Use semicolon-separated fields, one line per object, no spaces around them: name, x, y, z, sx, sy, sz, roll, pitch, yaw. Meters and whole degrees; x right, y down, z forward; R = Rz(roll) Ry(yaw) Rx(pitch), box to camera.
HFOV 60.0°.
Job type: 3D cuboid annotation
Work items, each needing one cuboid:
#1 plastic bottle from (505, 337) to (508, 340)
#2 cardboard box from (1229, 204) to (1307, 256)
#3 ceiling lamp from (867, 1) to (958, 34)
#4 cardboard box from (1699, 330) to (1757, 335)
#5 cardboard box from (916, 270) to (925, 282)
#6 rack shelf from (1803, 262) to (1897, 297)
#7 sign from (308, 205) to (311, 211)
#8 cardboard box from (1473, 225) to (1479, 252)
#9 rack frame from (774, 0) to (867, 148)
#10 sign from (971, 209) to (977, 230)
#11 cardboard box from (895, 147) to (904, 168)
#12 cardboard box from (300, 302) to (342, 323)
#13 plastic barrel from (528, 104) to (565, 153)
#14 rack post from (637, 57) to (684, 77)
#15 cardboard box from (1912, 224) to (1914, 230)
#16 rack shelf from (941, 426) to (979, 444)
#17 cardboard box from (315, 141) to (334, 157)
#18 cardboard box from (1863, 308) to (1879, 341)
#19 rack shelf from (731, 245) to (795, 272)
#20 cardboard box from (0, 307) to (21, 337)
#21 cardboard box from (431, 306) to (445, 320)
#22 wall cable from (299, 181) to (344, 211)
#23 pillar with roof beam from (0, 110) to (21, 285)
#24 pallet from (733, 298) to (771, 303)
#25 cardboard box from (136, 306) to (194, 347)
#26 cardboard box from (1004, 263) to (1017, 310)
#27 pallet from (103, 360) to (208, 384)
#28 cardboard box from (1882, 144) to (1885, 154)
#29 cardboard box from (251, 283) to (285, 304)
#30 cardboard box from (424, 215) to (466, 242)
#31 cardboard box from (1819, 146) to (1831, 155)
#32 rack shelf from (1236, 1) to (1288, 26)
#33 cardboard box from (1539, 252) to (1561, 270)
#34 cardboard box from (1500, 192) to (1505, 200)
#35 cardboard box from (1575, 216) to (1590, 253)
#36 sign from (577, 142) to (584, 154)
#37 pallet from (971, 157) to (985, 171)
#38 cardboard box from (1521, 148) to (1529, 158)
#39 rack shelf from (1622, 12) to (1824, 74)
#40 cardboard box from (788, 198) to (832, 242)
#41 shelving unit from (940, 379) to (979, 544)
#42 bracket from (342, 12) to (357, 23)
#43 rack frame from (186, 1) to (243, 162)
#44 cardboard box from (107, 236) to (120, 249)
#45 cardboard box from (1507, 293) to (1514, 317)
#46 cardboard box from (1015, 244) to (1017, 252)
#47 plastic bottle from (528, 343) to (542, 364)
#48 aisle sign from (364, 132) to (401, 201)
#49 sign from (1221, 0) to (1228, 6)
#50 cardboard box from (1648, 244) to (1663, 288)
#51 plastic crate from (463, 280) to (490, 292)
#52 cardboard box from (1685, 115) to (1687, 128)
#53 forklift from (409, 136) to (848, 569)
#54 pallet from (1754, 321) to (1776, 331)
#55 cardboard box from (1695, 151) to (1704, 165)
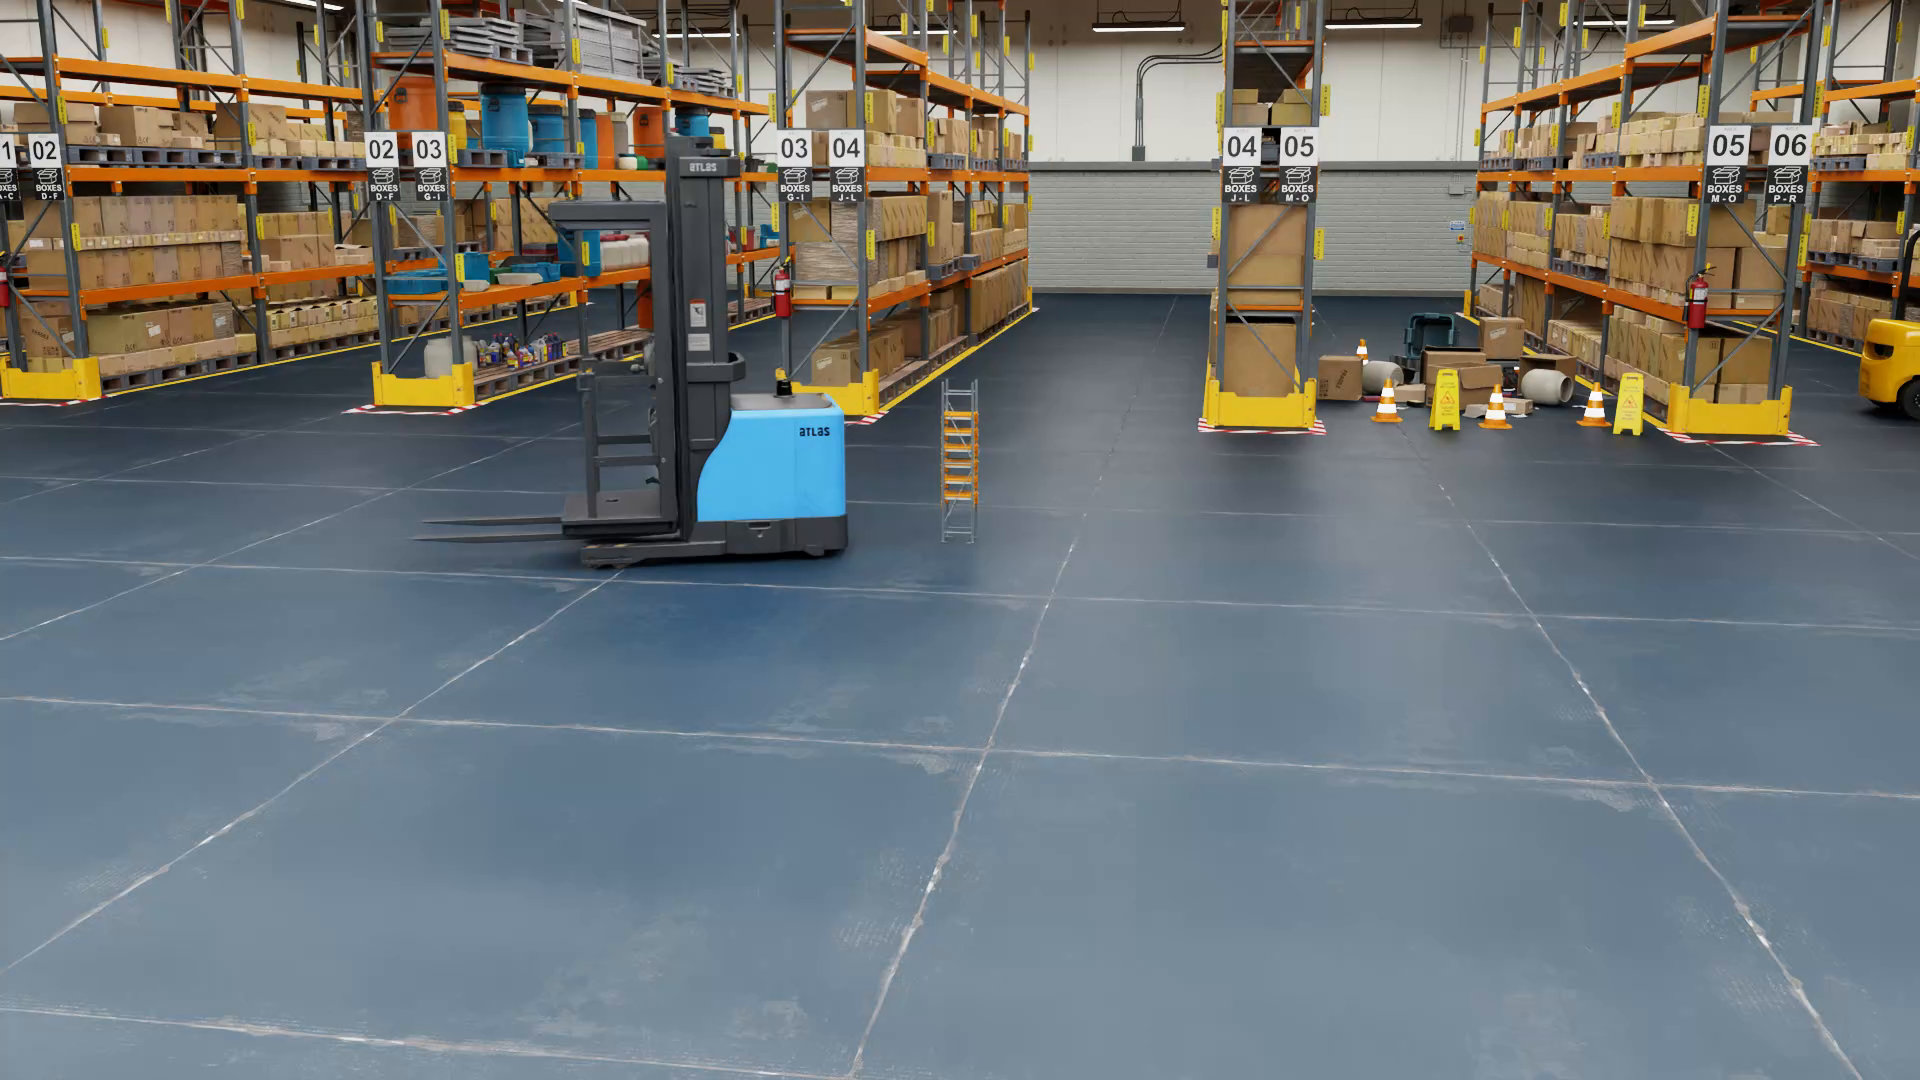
plastic bottle;-6.337;-2.694;23.294;0.152;0.276;0.135;2;12;11
cardboard box;3.428;-3.433;18.383;0.875;0.550;0.550;2;12;9
ceiling lamp;-1.085;-12.692;36.170;2.000;3.185;0.800;2;12;9
cardboard box;8.715;-2.117;18.946;0.500;0.500;0.500;1;12;7
cardboard box;-0.681;-3.593;22.641;0.380;0.149;0.250;2;12;9
rack shelf;14.682;-4.186;26.506;1.077;0.370;4.000;2;12;9
sign;-14.323;-7.231;36.682;0.100;0.325;0.005;2;12;9
cardboard box;10.342;-5.905;32.537;0.500;0.500;0.500;2;12;8
rack frame;-1.553;-5.870;18.371;1.000;3.000;0.127;2;12;9
sign;0.215;-5.114;26.544;0.100;0.325;0.005;2;12;9
cardboard box;-0.995;-4.741;20.610;0.500;0.250;0.500;2;12;10
cardboard box;-10.181;-3.625;26.393;0.500;0.311;0.500;2;12;10
plastic barrel;-5.968;-5.755;23.767;0.600;0.901;0.708;2;12;9
rack post;-5.146;-7.811;27.557;0.954;0.300;0.937;2;12;9
cardboard box;14.608;-4.478;24.917;0.500;0.500;0.500;2;12;11
rack shelf;-0.002;-0.775;12.312;0.258;0.103;0.180;2;12;9
cardboard box;-10.287;-6.198;26.372;0.500;0.250;0.500;2;12;8
cardboard box;14.314;-3.304;25.640;0.500;0.500;0.500;2;12;8
rack shelf;-4.294;-5.661;33.347;1.077;0.370;4.000;2;12;9
cardboard box;-15.495;-3.508;26.538;0.700;0.500;0.500;2;12;8
cardboard box;-9.601;-4.216;29.828;0.500;0.500;0.500;2;12;8
wall cable;-14.513;-7.543;37.964;0.084;1.984;1.851;2;12;9
pillar with roof beam;-11.807;-7.635;26.560;9.100;9.000;0.400;2;12;9
pallet;-4.152;-4.895;34.706;1.003;0.211;1.213;2;12;9
cardboard box;-10.805;-2.903;22.596;0.500;0.500;0.500;2;12;9
cardboard box;0.611;-4.924;32.269;0.875;0.875;0.875;2;12;9
pallet;-11.075;-2.310;22.710;1.003;0.211;1.213;2;12;9
cardboard box;14.399;-6.002;25.512;0.380;0.149;0.250;2;12;9
cardboard box;-14.174;-5.053;33.754;0.700;0.500;0.500;2;12;9
cardboard box;-9.789;-5.920;31.609;0.700;0.500;0.500;-2;12;-10
cardboard box;14.477;-6.450;27.544;0.380;0.149;0.250;2;12;9
rack shelf;5.485;-9.876;30.776;1.077;0.370;4.000;2;12;9
cardboard box;9.291;-4.322;25.784;0.500;0.250;0.500;1;12;7
cardboard box;10.037;-6.253;30.238;0.380;0.149;0.250;2;12;8
cardboard box;8.939;-4.272;23.254;0.500;0.500;0.500;1;12;7
sign;-5.290;-5.381;23.201;0.100;0.325;0.005;2;12;9
pallet;-0.276;-6.112;27.064;1.213;0.211;1.003;2;12;11
cardboard box;9.544;-6.420;27.599;0.380;0.166;0.250;1;12;5
rack shelf;8.547;-5.612;18.889;1.077;0.370;4.000;2;12;9
cardboard box;-1.713;-3.743;19.424;0.500;0.500;0.500;2;12;9
shelving unit;-0.002;-0.584;12.353;0.258;1.200;0.189;2;12;9
bracket;-13.928;-11.934;37.965;0.235;0.232;0.430;2;12;9
rack frame;-14.391;-8.850;32.196;1.000;3.000;0.127;2;12;9
cardboard box;-10.990;-3.807;21.260;0.380;0.149;0.250;2;12;9
cardboard box;10.287;-4.194;29.920;0.875;0.438;0.875;2;12;8
cardboard box;0.905;-5.688;32.362;0.380;0.149;0.250;2;12;7
plastic bottle;-5.754;-2.530;22.533;0.152;0.276;0.135;2;12;10
aisle sign;-6.752;-4.363;19.449;0.394;0.787;0.004;2;12;9
sign;3.409;-7.031;21.355;0.100;0.325;0.005;2;12;9
cardboard box;8.212;-3.141;19.003;0.500;0.500;0.500;2;12;8
plastic crate;-5.992;-3.145;20.592;0.298;0.136;0.250;2;12;9
cardboard box;8.188;-4.587;18.241;0.380;0.149;0.250;2;12;9
forklift;-2.372;-1.349;11.794;3.031;2.935;1.130;-2;12;-10
pallet;15.282;-3.989;30.501;1.003;0.211;1.213;2;12;9
cardboard box;8.017;-4.043;17.610;0.380;0.149;0.250;2;12;9
